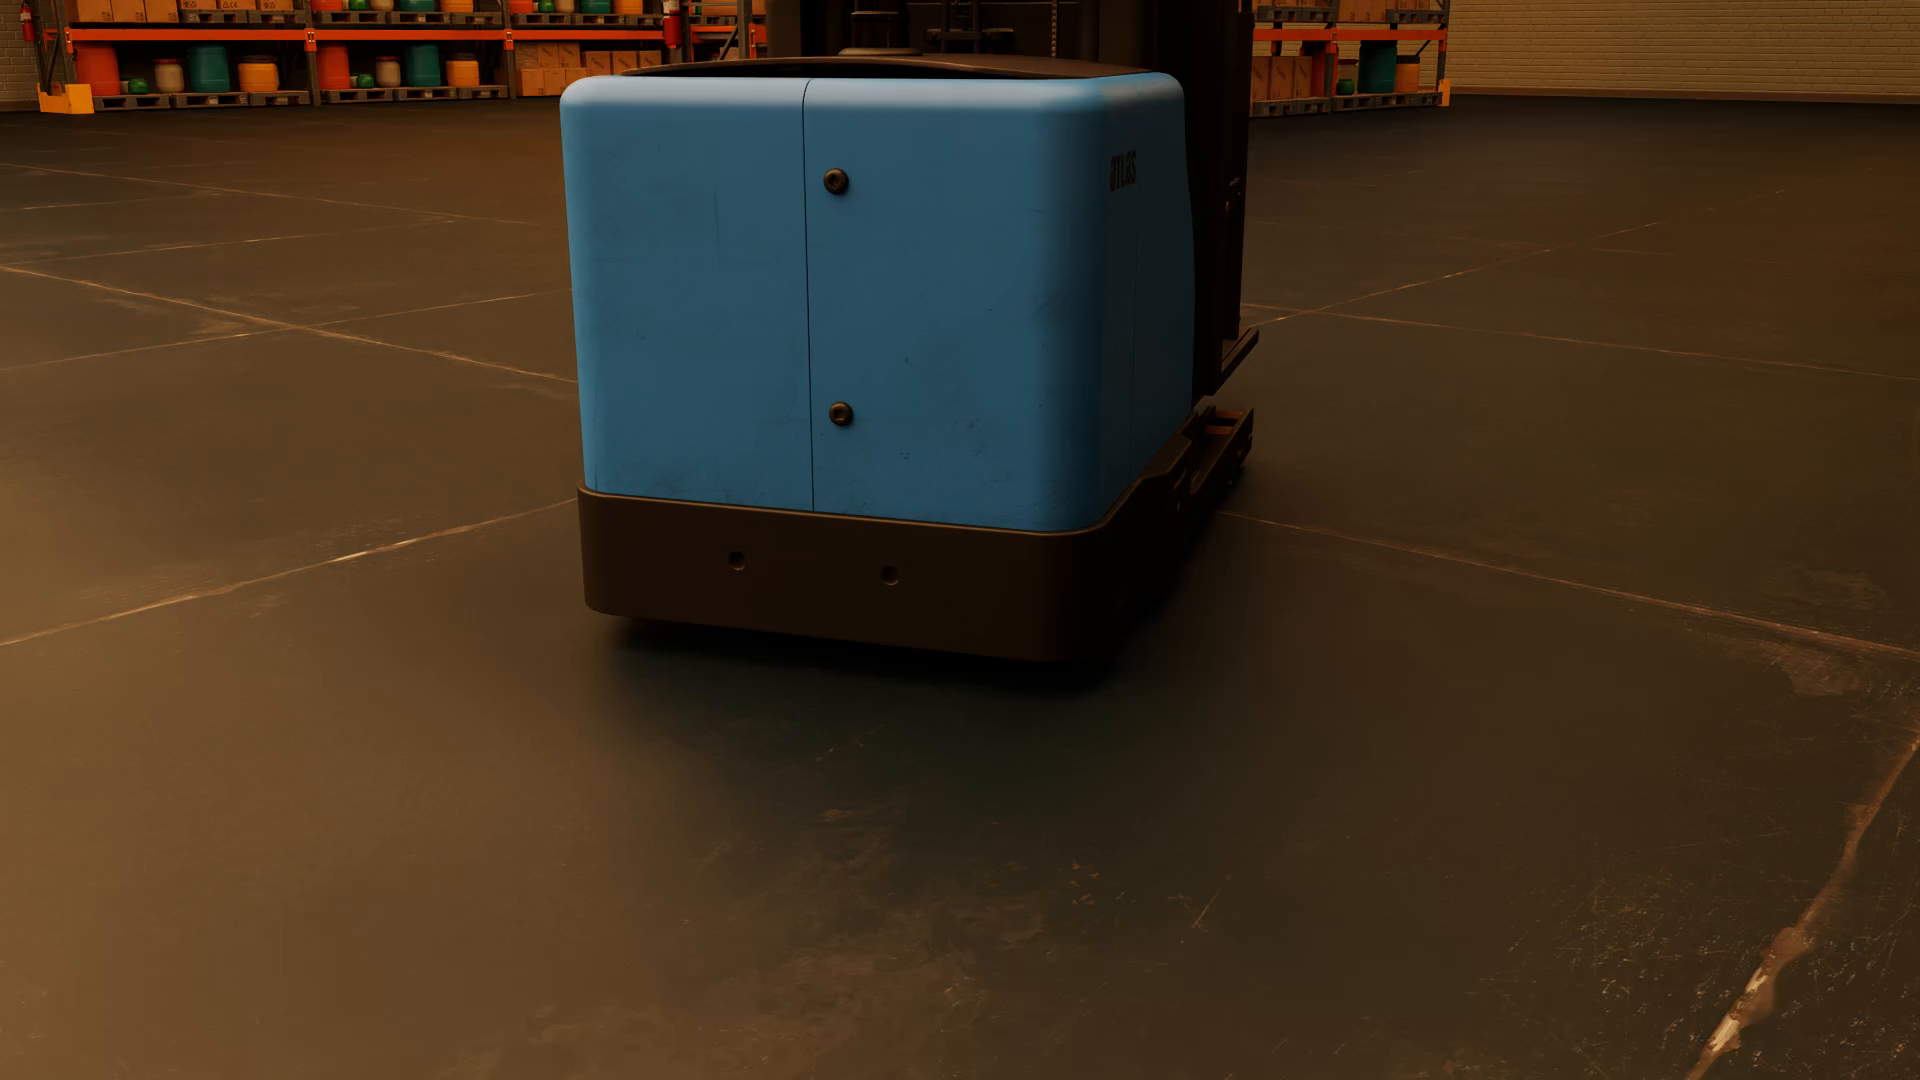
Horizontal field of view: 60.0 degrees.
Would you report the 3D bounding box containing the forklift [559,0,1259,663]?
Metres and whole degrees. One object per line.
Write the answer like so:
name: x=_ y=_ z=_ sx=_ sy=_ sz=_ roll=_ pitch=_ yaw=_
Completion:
forklift: x=0.182 y=-1.571 z=4.072 sx=1.130 sy=2.935 sz=3.031 roll=5 pitch=18 yaw=17
